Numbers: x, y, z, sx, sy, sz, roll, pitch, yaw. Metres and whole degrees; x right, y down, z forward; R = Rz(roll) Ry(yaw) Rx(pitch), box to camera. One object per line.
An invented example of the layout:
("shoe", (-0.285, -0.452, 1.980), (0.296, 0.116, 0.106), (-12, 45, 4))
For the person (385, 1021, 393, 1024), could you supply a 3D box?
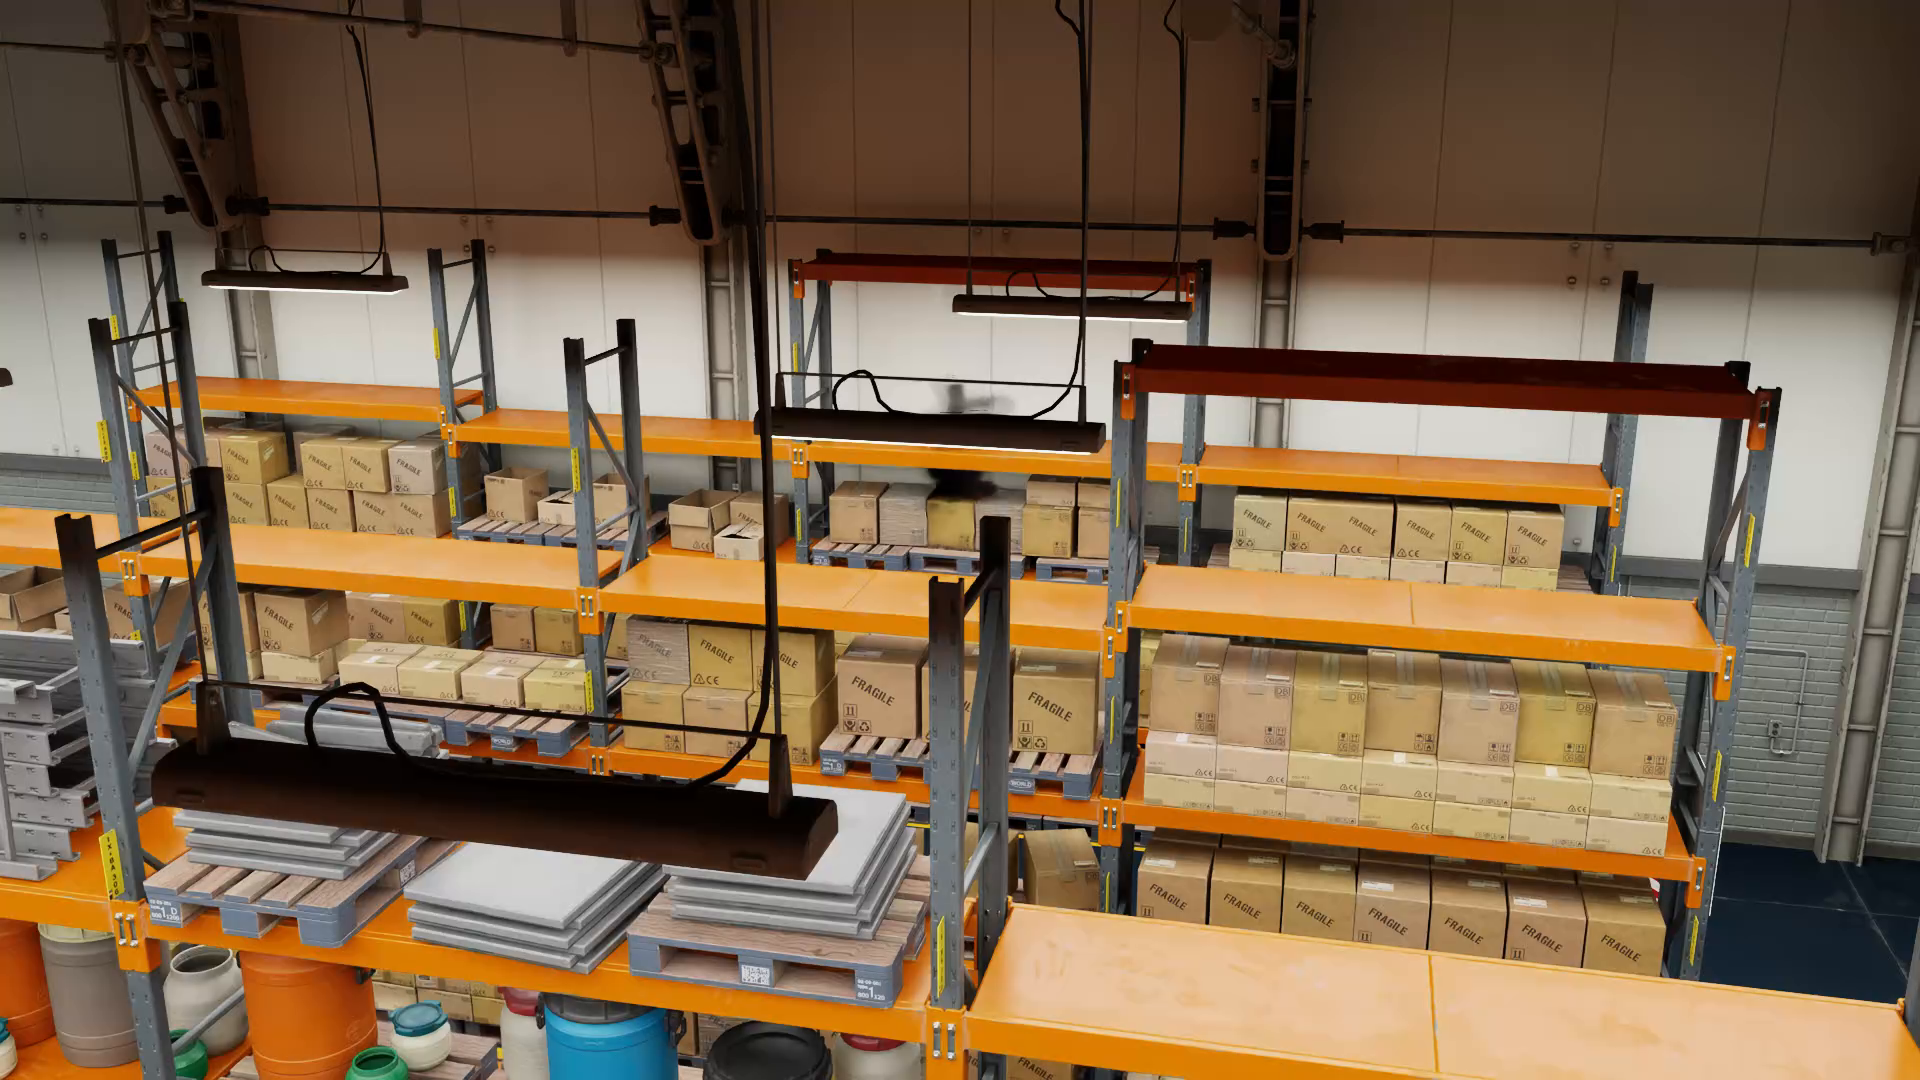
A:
("person", (-3.818, 4.060, 11.386), (0.780, 1.748, 0.663), (1, 16, 4))
